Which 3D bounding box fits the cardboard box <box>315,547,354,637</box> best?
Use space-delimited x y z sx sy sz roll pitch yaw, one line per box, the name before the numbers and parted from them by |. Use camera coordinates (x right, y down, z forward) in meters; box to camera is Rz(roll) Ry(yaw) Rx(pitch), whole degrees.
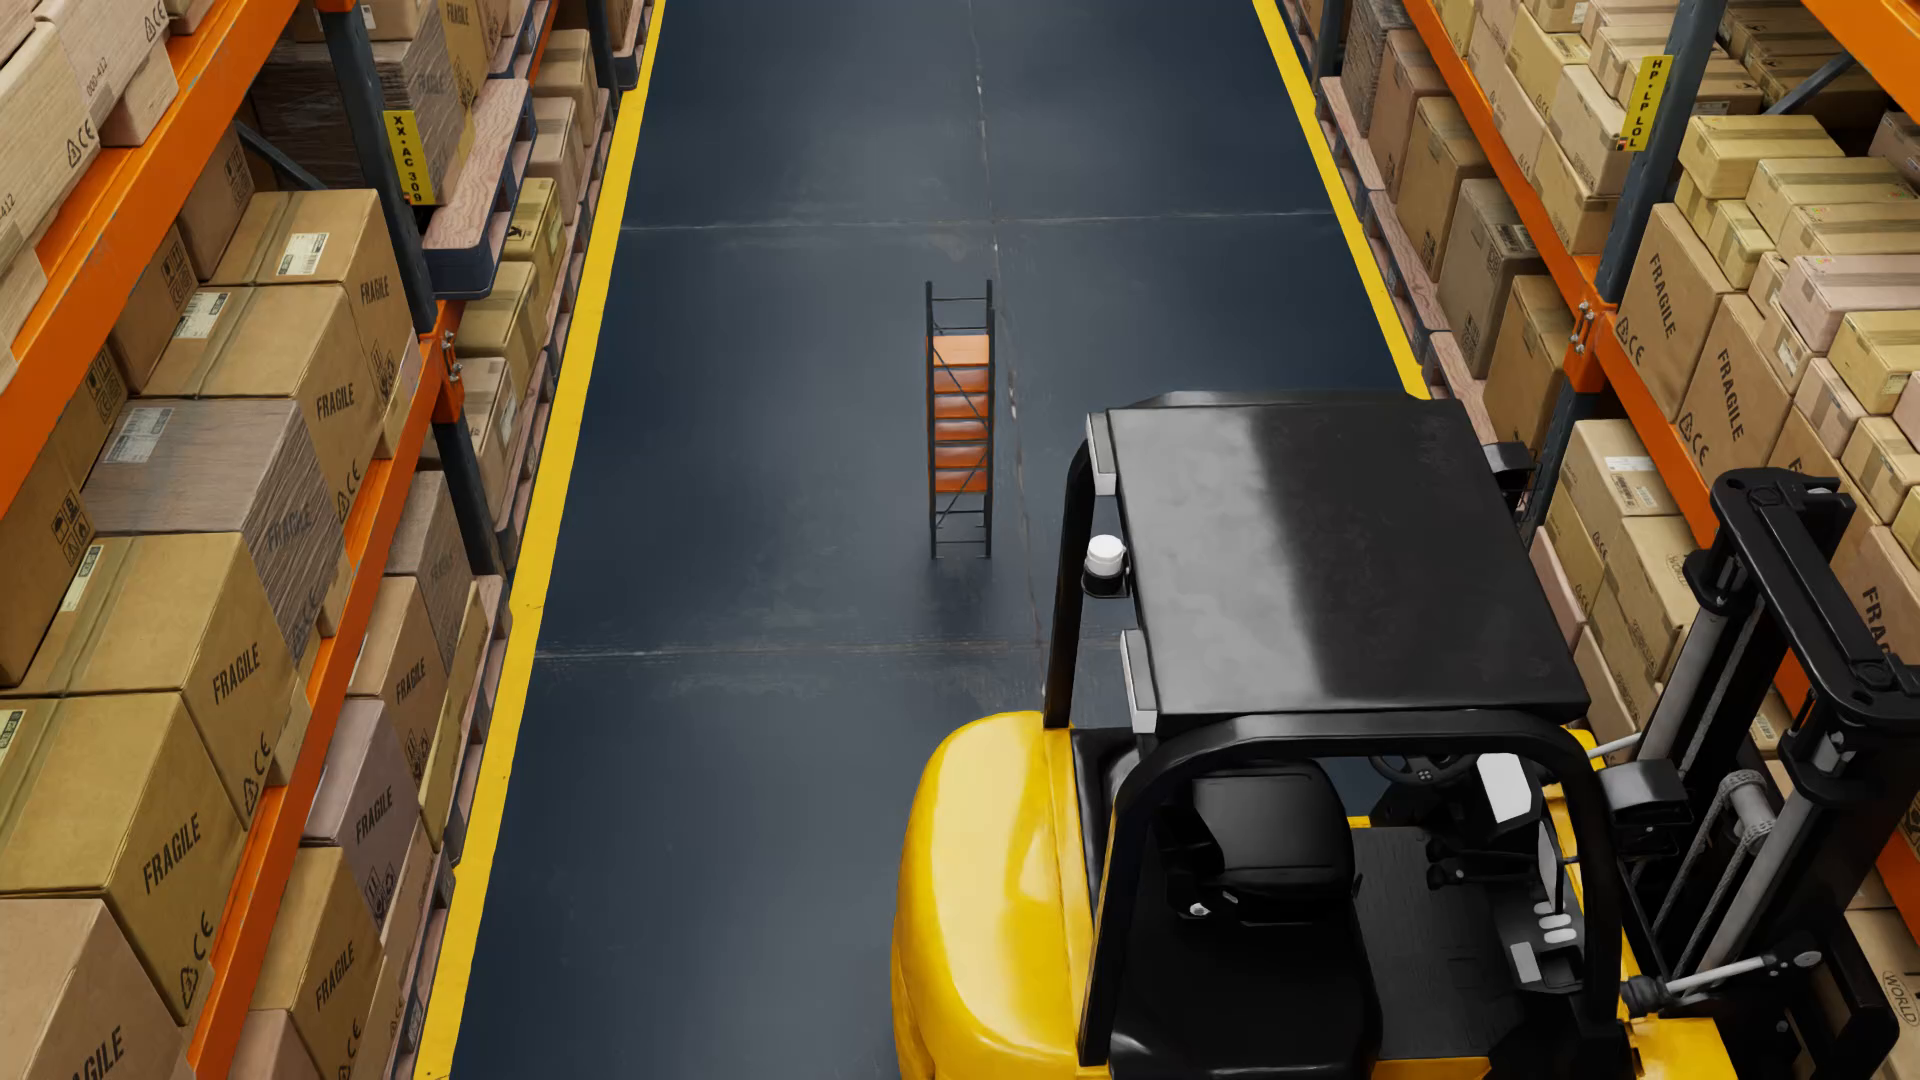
cardboard box | -1.898 0.136 4.567 0.380 0.149 0.250 -2 43 -2

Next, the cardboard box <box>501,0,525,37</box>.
cardboard box | -1.998 -2.175 6.778 0.380 0.149 0.250 0 43 0

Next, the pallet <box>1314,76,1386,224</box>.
pallet | 2.522 -2.111 8.897 1.003 0.211 1.213 -2 43 -2

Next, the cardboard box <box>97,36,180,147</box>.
cardboard box | -1.915 -0.964 3.548 0.380 0.149 0.250 -1 43 -1

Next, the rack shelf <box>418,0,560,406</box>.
rack shelf | -2.348 -1.935 7.174 1.077 0.370 4.000 -2 43 -2

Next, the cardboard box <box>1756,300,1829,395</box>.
cardboard box | 2.435 -0.530 4.554 0.380 0.149 0.250 -1 43 -1

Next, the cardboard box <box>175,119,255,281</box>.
cardboard box | -2.461 -1.062 4.655 0.700 0.500 0.500 -2 43 -2

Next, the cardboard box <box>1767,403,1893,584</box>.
cardboard box | 2.515 -0.032 4.491 0.500 0.500 0.500 -2 43 -2

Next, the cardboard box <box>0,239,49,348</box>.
cardboard box | -1.893 -0.445 2.982 0.380 0.149 0.250 -3 43 -3

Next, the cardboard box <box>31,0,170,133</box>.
cardboard box | -1.946 -1.034 3.329 0.500 0.250 0.500 -2 43 -2

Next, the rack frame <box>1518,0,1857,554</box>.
rack frame | 2.696 -0.995 5.616 1.000 3.000 0.127 -2 43 -2

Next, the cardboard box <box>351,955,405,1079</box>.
cardboard box | -1.901 1.444 4.679 0.500 0.250 0.500 1 43 1

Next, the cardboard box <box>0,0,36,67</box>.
cardboard box | -1.870 -0.906 2.894 0.380 0.149 0.250 -1 43 -1

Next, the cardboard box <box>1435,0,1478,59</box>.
cardboard box | 2.366 -2.296 7.146 0.500 0.250 0.500 0 43 0

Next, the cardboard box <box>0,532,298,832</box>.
cardboard box | -1.914 0.339 3.866 0.500 0.500 0.500 -2 43 -3

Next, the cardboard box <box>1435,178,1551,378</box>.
cardboard box | 2.637 -1.151 7.232 0.875 0.625 0.625 -2 43 -2

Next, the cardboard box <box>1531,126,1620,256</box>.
cardboard box | 2.413 -1.273 6.029 0.500 0.250 0.500 -1 43 -1

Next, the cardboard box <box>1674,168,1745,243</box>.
cardboard box | 2.447 -1.048 5.120 0.380 0.149 0.250 -2 43 -2

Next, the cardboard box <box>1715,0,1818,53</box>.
cardboard box | 2.927 -1.866 6.012 0.380 0.149 0.250 -2 43 -2

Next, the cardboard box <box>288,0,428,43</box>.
cardboard box | -1.930 -1.718 5.320 0.380 0.149 0.250 -2 43 -2

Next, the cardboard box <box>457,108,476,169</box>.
cardboard box | -1.973 -1.463 6.002 0.380 0.149 0.250 -1 43 -1

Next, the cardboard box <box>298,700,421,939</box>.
cardboard box | -1.924 0.812 4.814 0.500 0.500 0.500 0 43 0

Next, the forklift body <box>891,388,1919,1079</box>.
forklift body | 0.963 0.790 4.296 2.313 2.155 1.214 -2 43 -2

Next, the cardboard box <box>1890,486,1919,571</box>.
cardboard box | 2.493 -0.004 3.980 0.380 0.149 0.250 -2 43 -3

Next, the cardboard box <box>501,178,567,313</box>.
cardboard box | -2.353 -1.345 7.631 0.950 0.372 0.625 0 43 0

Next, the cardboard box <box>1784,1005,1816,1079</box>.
cardboard box | 2.480 1.373 4.386 0.500 0.250 0.500 -3 43 -3

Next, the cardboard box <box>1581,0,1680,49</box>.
cardboard box | 2.473 -1.836 5.979 0.380 0.149 0.250 -2 43 -2

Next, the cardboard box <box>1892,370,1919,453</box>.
cardboard box | 2.547 -0.290 4.072 0.380 0.149 0.250 -2 43 -2

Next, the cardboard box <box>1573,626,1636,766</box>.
cardboard box | 2.423 0.542 5.663 0.500 0.250 0.500 -3 43 -3

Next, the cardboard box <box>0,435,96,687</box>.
cardboard box | -2.354 -0.028 3.526 0.700 0.500 0.500 -2 43 -2

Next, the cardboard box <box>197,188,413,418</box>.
cardboard box | -1.996 -0.704 5.004 0.500 0.500 0.500 -3 43 -3

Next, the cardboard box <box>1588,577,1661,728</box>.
cardboard box | 2.432 0.355 5.497 0.500 0.250 0.500 -2 43 -2

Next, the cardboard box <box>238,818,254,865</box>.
cardboard box | -1.918 0.654 4.002 0.380 0.149 0.250 -3 43 -3

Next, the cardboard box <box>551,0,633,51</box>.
cardboard box | -2.379 -3.391 9.491 0.875 0.875 0.875 -2 43 -2

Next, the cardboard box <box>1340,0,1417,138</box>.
cardboard box | 2.539 -2.553 8.763 0.875 0.625 0.625 0 43 0

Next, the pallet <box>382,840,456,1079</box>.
pallet | -2.144 1.456 5.006 1.003 0.211 1.213 -2 43 -2

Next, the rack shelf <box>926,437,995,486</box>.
rack shelf | 0.001 -0.311 6.445 0.258 0.103 0.180 -2 43 -2

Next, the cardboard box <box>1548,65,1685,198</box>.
cardboard box | 2.420 -1.448 5.851 0.500 0.250 0.500 -2 43 -3

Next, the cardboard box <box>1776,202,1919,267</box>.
cardboard box | 2.534 -0.811 4.641 0.380 0.149 0.250 -2 43 -3

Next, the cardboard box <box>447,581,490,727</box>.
cardboard box | -1.969 0.400 5.818 0.500 0.250 0.500 0 43 0

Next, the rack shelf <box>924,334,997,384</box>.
rack shelf | 0.001 -0.665 6.121 0.258 0.103 0.180 -2 43 -2

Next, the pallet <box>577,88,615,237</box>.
pallet | -2.401 -1.995 8.770 1.003 0.211 1.213 -2 43 -2

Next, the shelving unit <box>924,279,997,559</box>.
shelving unit | 0.001 -0.433 6.334 0.258 1.200 0.189 -2 43 -2

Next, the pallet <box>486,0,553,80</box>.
pallet | -2.308 -2.145 7.012 1.003 0.211 1.213 -2 43 -2

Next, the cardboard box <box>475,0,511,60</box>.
cardboard box | -2.026 -2.149 6.269 0.500 0.500 0.500 -2 43 -2

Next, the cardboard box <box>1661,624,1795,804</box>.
cardboard box | 2.447 0.512 4.956 0.500 0.250 0.500 0 43 0

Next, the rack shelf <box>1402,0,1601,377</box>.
rack shelf | 2.611 -2.080 7.332 1.077 0.370 4.000 -2 43 -2
